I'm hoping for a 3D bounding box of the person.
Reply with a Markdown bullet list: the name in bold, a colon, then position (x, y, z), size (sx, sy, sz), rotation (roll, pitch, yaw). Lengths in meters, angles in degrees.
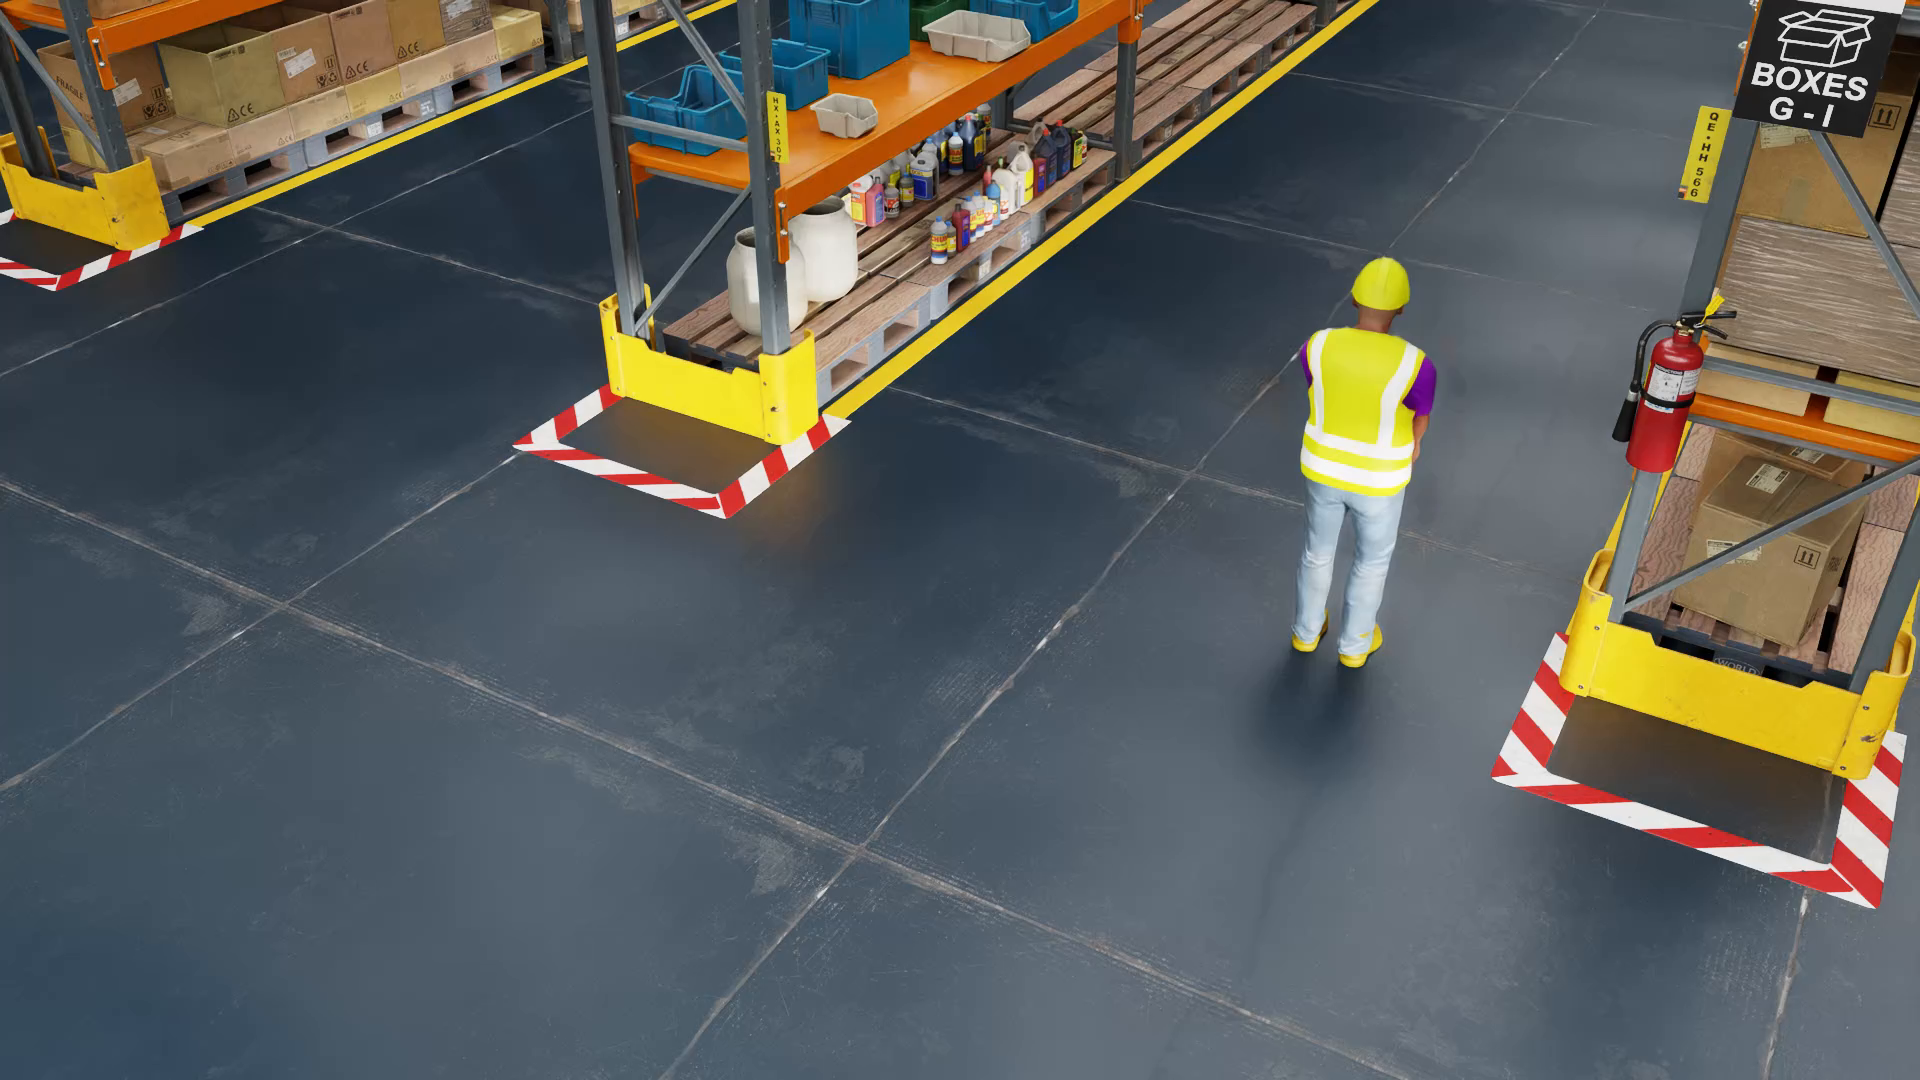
- **person**: position (1.586, -0.318, 6.597), size (0.505, 1.761, 0.575), rotation (17, 38, 24)
